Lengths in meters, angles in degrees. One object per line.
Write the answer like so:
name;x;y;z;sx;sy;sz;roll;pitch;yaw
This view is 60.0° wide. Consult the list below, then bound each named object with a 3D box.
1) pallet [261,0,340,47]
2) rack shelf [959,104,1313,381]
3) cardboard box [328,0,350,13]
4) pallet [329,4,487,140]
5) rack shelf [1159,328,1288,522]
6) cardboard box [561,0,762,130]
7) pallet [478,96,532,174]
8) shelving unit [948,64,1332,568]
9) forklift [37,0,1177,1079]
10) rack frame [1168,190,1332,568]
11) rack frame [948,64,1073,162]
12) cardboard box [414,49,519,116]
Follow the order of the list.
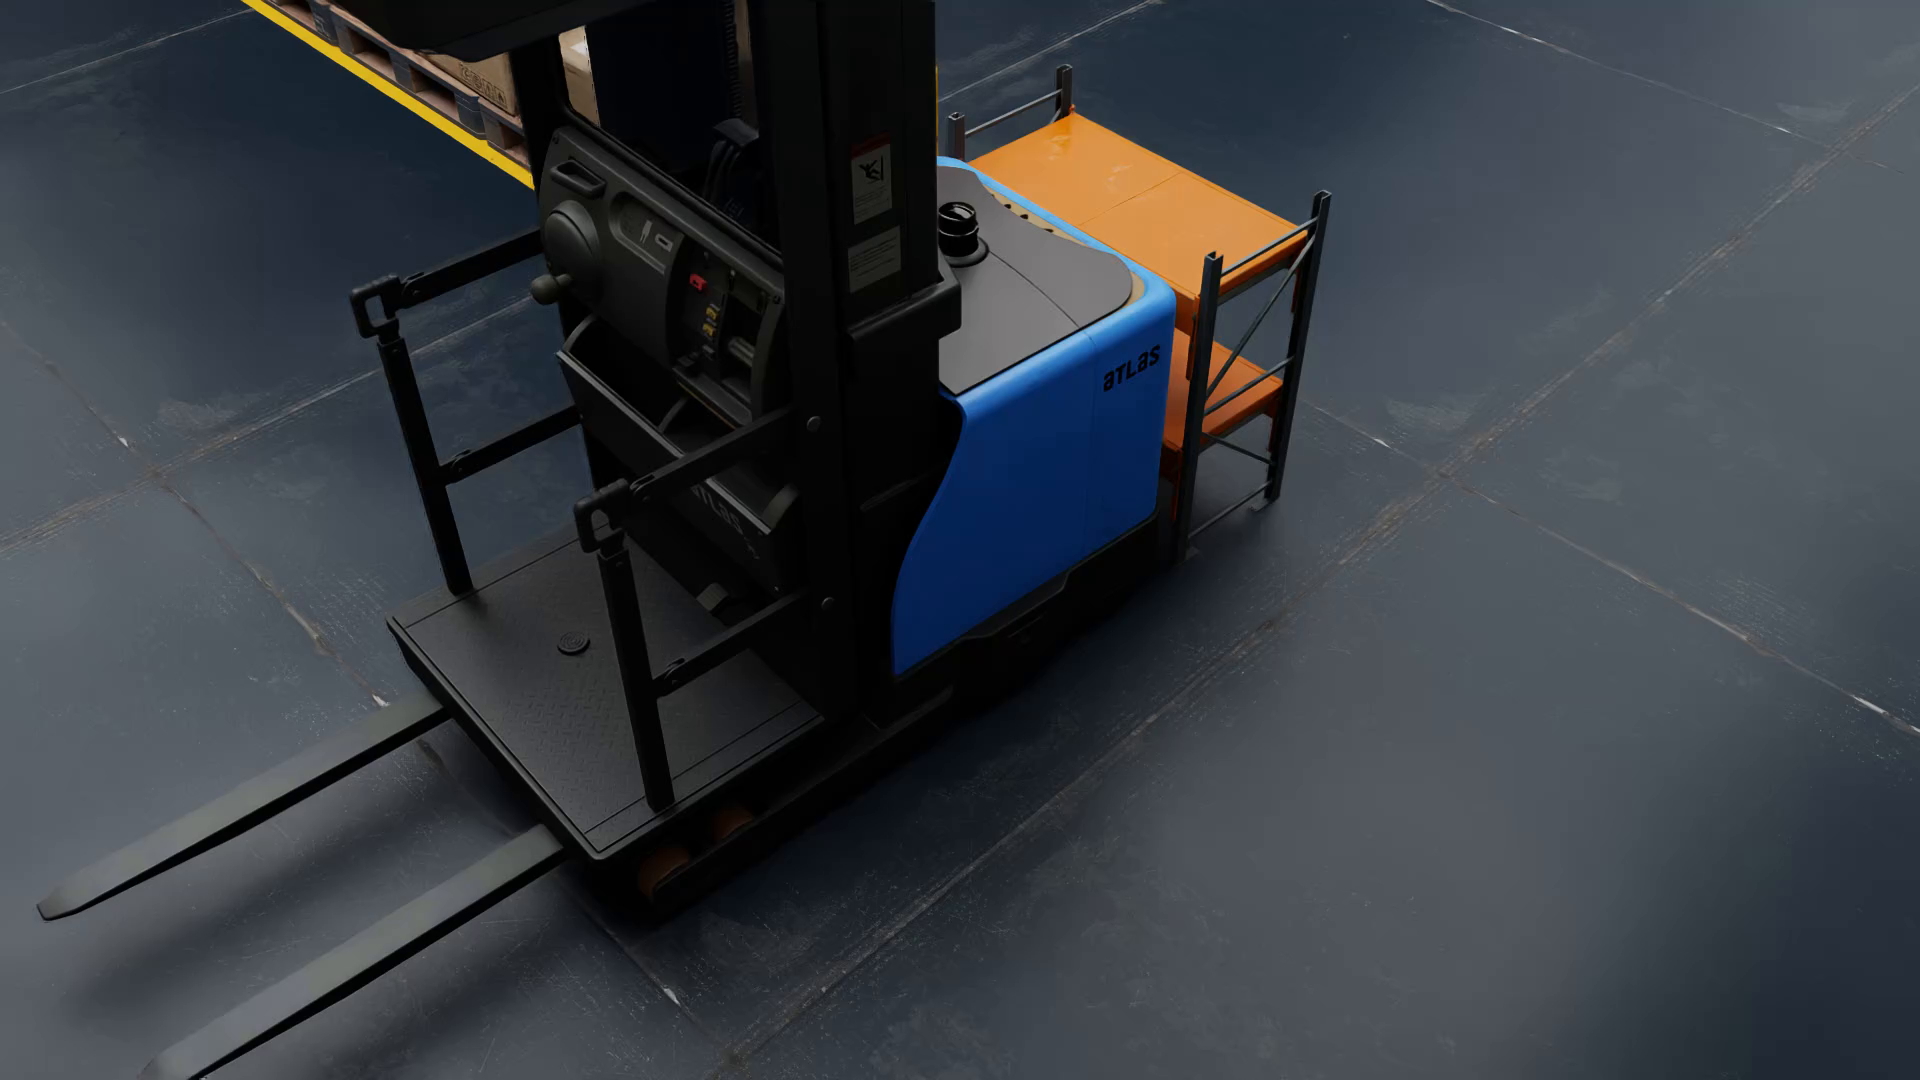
pallet;-2.970;-2.887;8.219;1.003;0.211;1.213;-34;53;-31
rack shelf;0.501;-0.917;4.982;0.538;0.278;1.000;-32;51;-30
cardboard box;-2.451;-2.744;7.588;0.875;0.438;0.875;33;52;30
pallet;-2.104;-2.301;7.584;1.003;0.211;1.213;-34;53;-31
rack shelf;0.501;-0.522;5.346;0.538;0.278;1.000;-32;51;-30
cardboard box;-1.163;-1.874;6.647;0.875;0.438;0.875;32;52;30
pallet;-1.247;-1.714;6.950;1.003;0.211;1.213;-34;53;-31
shelving unit;0.501;-0.702;5.181;0.538;1.125;1.048;-32;51;-30
forklift;-0.849;-0.544;3.680;3.031;2.935;1.130;-31;51;-29
rack frame;0.843;-0.447;4.905;0.500;1.125;0.032;-32;51;-30
rack frame;0.158;-0.957;5.456;0.500;1.125;0.032;-32;51;-30
cardboard box;-1.816;-2.310;7.118;0.875;0.438;0.875;-33;52;-30
